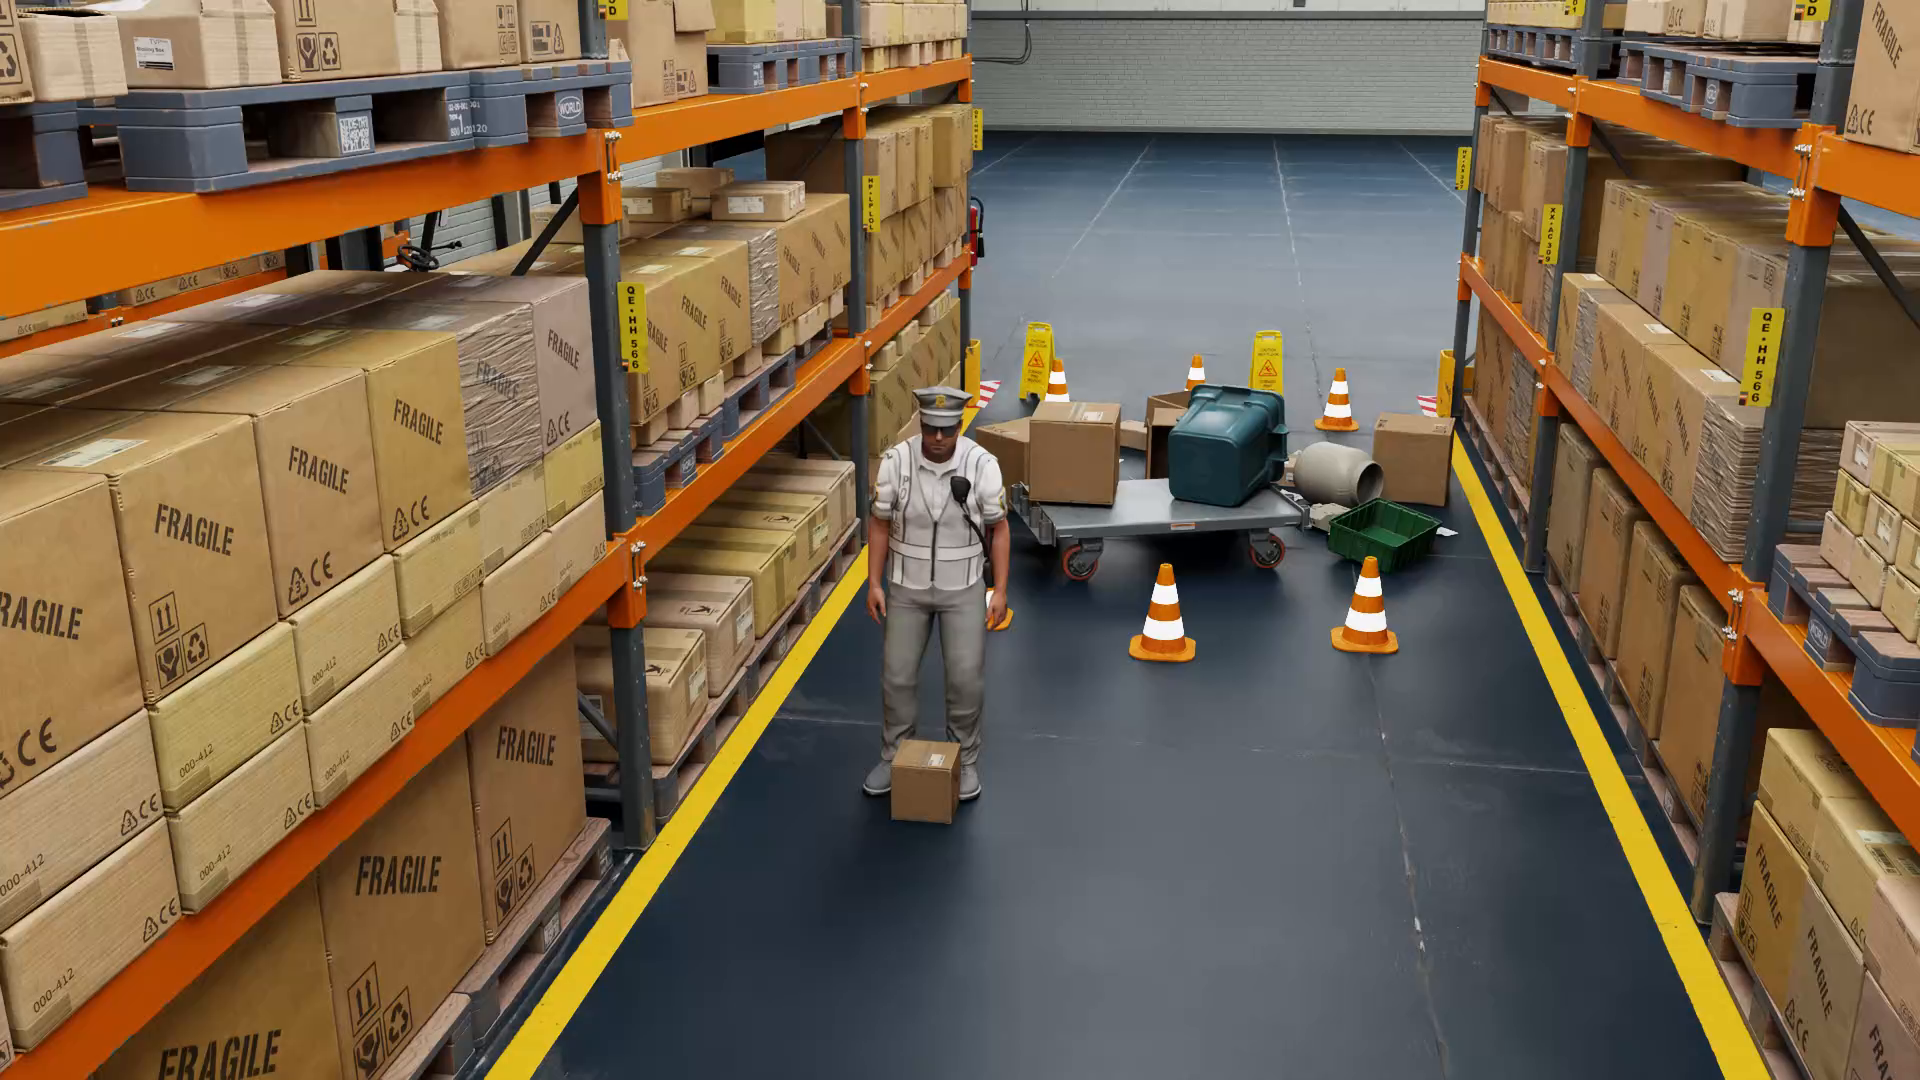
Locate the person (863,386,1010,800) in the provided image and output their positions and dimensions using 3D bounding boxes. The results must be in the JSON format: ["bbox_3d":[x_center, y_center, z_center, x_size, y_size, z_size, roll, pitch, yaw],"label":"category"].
[{"bbox_3d":[-0.097,0.200,6.914,0.606,1.749,0.434,2,18,6],"label":"person"}]
